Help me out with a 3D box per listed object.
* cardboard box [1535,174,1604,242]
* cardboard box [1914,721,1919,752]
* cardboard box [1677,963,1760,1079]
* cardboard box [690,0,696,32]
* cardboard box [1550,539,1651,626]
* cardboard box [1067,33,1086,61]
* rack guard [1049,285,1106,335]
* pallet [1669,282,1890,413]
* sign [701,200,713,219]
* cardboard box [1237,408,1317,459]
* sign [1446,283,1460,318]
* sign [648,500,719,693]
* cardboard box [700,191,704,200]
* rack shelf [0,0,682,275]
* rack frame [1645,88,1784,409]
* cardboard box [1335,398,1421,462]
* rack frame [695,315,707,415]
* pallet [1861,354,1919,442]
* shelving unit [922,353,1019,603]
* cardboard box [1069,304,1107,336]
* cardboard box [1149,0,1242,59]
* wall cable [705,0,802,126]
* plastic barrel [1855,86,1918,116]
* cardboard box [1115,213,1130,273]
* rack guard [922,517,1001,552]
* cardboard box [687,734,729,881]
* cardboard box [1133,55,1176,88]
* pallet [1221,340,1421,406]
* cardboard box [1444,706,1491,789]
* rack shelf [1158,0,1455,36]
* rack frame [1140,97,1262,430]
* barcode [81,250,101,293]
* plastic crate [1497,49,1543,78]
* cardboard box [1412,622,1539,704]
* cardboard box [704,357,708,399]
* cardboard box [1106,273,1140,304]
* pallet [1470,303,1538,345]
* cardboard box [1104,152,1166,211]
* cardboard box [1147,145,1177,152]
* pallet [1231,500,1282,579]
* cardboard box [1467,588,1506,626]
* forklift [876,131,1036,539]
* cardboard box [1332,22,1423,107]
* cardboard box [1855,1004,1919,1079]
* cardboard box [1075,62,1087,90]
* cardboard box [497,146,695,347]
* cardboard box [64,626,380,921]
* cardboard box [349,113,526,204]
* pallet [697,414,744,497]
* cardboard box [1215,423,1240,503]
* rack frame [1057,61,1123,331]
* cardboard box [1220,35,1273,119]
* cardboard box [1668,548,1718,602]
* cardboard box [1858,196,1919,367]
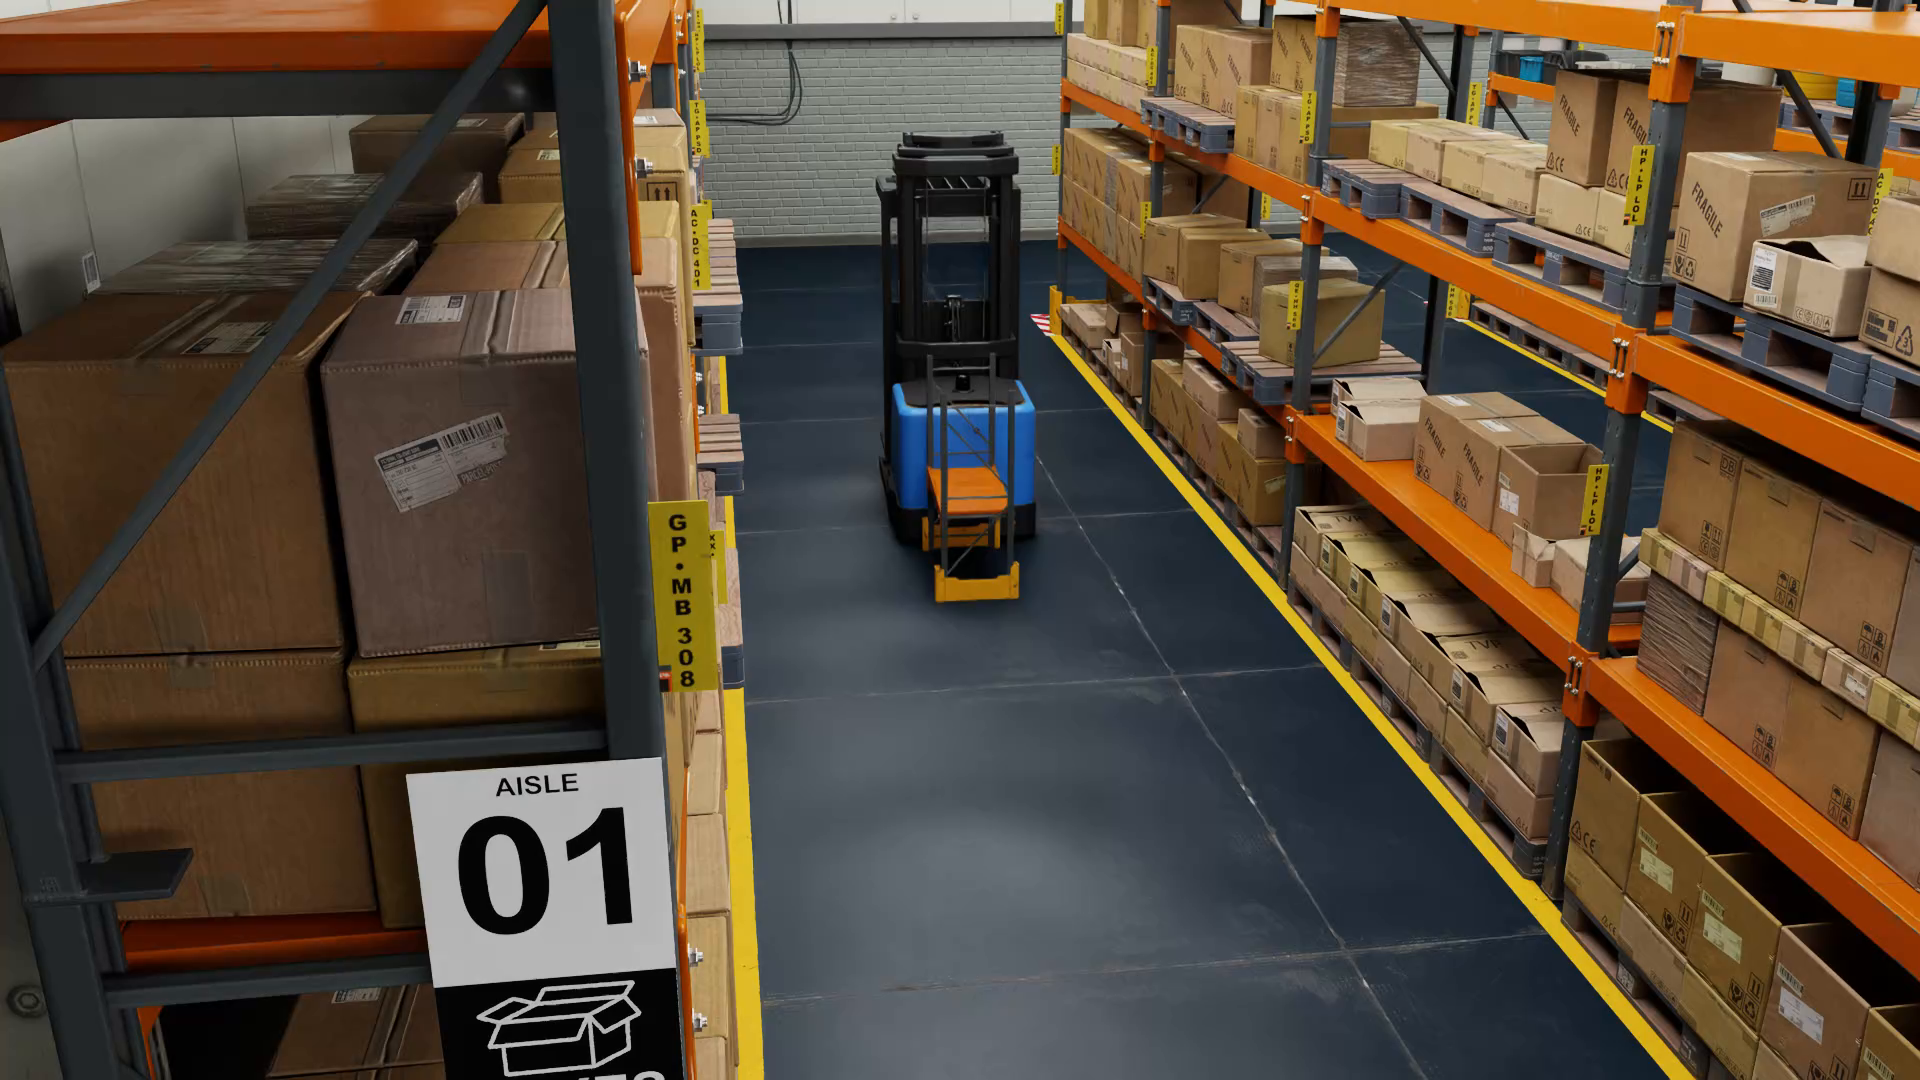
[{"bbox_3d":[3.184,-1.637,8.138,0.500,0.250,0.500,-5,21,-13],"label":"cardboard box"},{"bbox_3d":[3.453,0.673,5.556,0.380,0.149,0.250,-3,21,-8],"label":"cardboard box"},{"bbox_3d":[3.246,1.913,6.637,0.500,0.250,0.500,-3,21,-8],"label":"cardboard box"},{"bbox_3d":[-2.535,-4.411,14.351,0.500,0.500,0.500,-3,21,-8],"label":"cardboard box"},{"bbox_3d":[3.231,0.201,8.106,0.500,0.250,0.500,-2,21,-4],"label":"cardboard box"},{"bbox_3d":[1.432,-5.234,17.656,0.500,0.250,0.500,-3,21,-8],"label":"cardboard box"},{"bbox_3d":[1.626,-2.659,19.120,1.175,0.500,0.348,-3,21,-8],"label":"rack guard"},{"bbox_3d":[3.494,-0.771,6.333,1.003,0.211,1.213,-3,21,-8],"label":"pallet"},{"bbox_3d":[-2.174,-2.756,14.266,0.100,0.325,0.005,-3,21,-8],"label":"sign"},{"bbox_3d":[2.389,-0.804,12.453,0.500,0.250,0.500,-2,21,-6],"label":"cardboard box"},{"bbox_3d":[3.318,-1.658,11.213,0.100,0.325,0.005,-3,21,-8],"label":"sign"},{"bbox_3d":[-0.443,0.093,2.644,0.100,0.325,0.005,-3,21,-8],"label":"sign"},{"bbox_3d":[-2.986,-3.054,16.176,0.980,0.700,0.700,-4,21,-10],"label":"cardboard box"},{"bbox_3d":[-1.268,-1.229,4.179,1.077,0.370,4.000,-3,21,-8],"label":"rack shelf"},{"bbox_3d":[7.094,-2.720,15.711,1.000,3.000,0.127,-3,21,-8],"label":"rack frame"},{"bbox_3d":[2.706,-0.725,10.497,0.500,0.311,0.500,-3,21,-8],"label":"cardboard box"},{"bbox_3d":[-2.133,-0.835,10.665,1.000,3.000,0.127,-3,21,-8],"label":"rack frame"},{"bbox_3d":[3.667,-0.349,5.204,1.003,0.211,1.213,-3,21,-8],"label":"pallet"},{"bbox_3d":[0.063,-0.466,11.819,0.587,1.500,1.083,-2,21,-6],"label":"shelving unit"},{"bbox_3d":[1.485,-2.398,18.151,0.500,0.250,0.500,-3,21,-8],"label":"cardboard box"},{"bbox_3d":[2.084,-4.558,14.773,0.700,0.500,0.500,-3,21,-8],"label":"cardboard box"},{"bbox_3d":[-3.748,-6.937,22.866,3.097,2.526,0.112,-3,21,-8],"label":"wall cable"},{"bbox_3d":[7.266,-3.606,13.004,0.433,0.535,0.433,0,20,0],"label":"plastic barrel"},{"bbox_3d":[1.791,-2.856,15.934,0.500,0.500,0.500,-2,21,-6],"label":"cardboard box"},{"bbox_3d":[0.009,-0.053,12.501,0.587,0.250,0.087,-2,21,-6],"label":"rack guard"},{"bbox_3d":[-0.967,0.935,5.040,0.500,0.500,0.500,-2,21,-6],"label":"cardboard box"},{"bbox_3d":[1.853,-4.195,14.873,0.500,0.250,0.500,-3,21,-8],"label":"cardboard box"},{"bbox_3d":[2.602,-1.227,11.990,1.213,0.211,1.003,-3,21,-8],"label":"pallet"},{"bbox_3d":[2.928,1.086,8.851,0.500,0.250,0.500,-3,21,-9],"label":"cardboard box"},{"bbox_3d":[2.480,-4.065,12.337,1.077,0.370,4.000,-3,21,-8],"label":"rack shelf"},{"bbox_3d":[2.192,-2.471,15.045,1.000,3.000,0.127,-3,21,-8],"label":"rack frame"},{"bbox_3d":[-1.577,-0.487,3.017,0.001,0.075,0.075,-3,21,-8],"label":"barcode"},{"bbox_3d":[6.297,-5.301,18.522,0.497,0.269,0.590,-3,21,-8],"label":"plastic crate"},{"bbox_3d":[2.853,0.649,9.220,0.500,0.311,0.500,-3,21,-8],"label":"cardboard box"},{"bbox_3d":[-1.949,-1.212,11.076,0.500,0.500,0.500,-2,21,-6],"label":"cardboard box"},{"bbox_3d":[1.938,-2.715,18.643,0.500,0.500,0.500,-3,21,-8],"label":"cardboard box"},{"bbox_3d":[6.598,-2.511,19.137,1.003,0.211,1.213,-3,21,-8],"label":"pallet"},{"bbox_3d":[1.714,-3.500,16.228,0.500,0.500,0.500,-3,21,-7],"label":"cardboard box"},{"bbox_3d":[2.179,-3.699,16.761,0.500,0.500,0.500,-2,21,-6],"label":"cardboard box"},{"bbox_3d":[2.699,-0.040,12.522,1.003,0.211,1.213,-3,21,-8],"label":"pallet"},{"bbox_3d":[3.309,0.440,9.780,0.500,0.311,0.500,-2,21,-6],"label":"cardboard box"},{"bbox_3d":[-0.098,-1.854,13.491,1.130,2.935,3.031,-2,21,-6],"label":"forklift"},{"bbox_3d":[2.712,-3.158,11.025,0.500,0.500,0.500,-3,21,-8],"label":"cardboard box"},{"bbox_3d":[3.392,1.908,5.579,0.500,0.500,0.500,-3,21,-8],"label":"cardboard box"},{"bbox_3d":[1.497,-4.826,17.279,0.500,0.250,0.500,-3,21,-8],"label":"cardboard box"},{"bbox_3d":[-1.040,-0.851,4.819,0.500,0.500,0.500,-4,21,-10],"label":"cardboard box"},{"bbox_3d":[-1.290,0.342,3.055,0.500,0.500,0.500,-1,21,-4],"label":"cardboard box"},{"bbox_3d":[-1.768,-1.196,5.743,0.500,0.500,0.500,-2,21,-7],"label":"cardboard box"},{"bbox_3d":[-1.925,-0.504,10.052,1.213,0.211,1.003,-3,21,-8],"label":"pallet"},{"bbox_3d":[2.327,-0.612,13.013,0.500,0.500,0.500,-4,21,-10],"label":"cardboard box"},{"bbox_3d":[1.616,-3.856,18.753,1.000,3.000,0.127,-3,21,-8],"label":"rack frame"},{"bbox_3d":[2.387,-3.527,12.699,0.600,0.600,0.600,-4,21,-10],"label":"cardboard box"},{"bbox_3d":[3.229,0.138,6.990,0.380,0.149,0.250,-3,21,-7],"label":"cardboard box"},{"bbox_3d":[3.458,-0.841,5.445,0.797,0.503,0.637,-1,20,-2],"label":"cardboard box"}]
